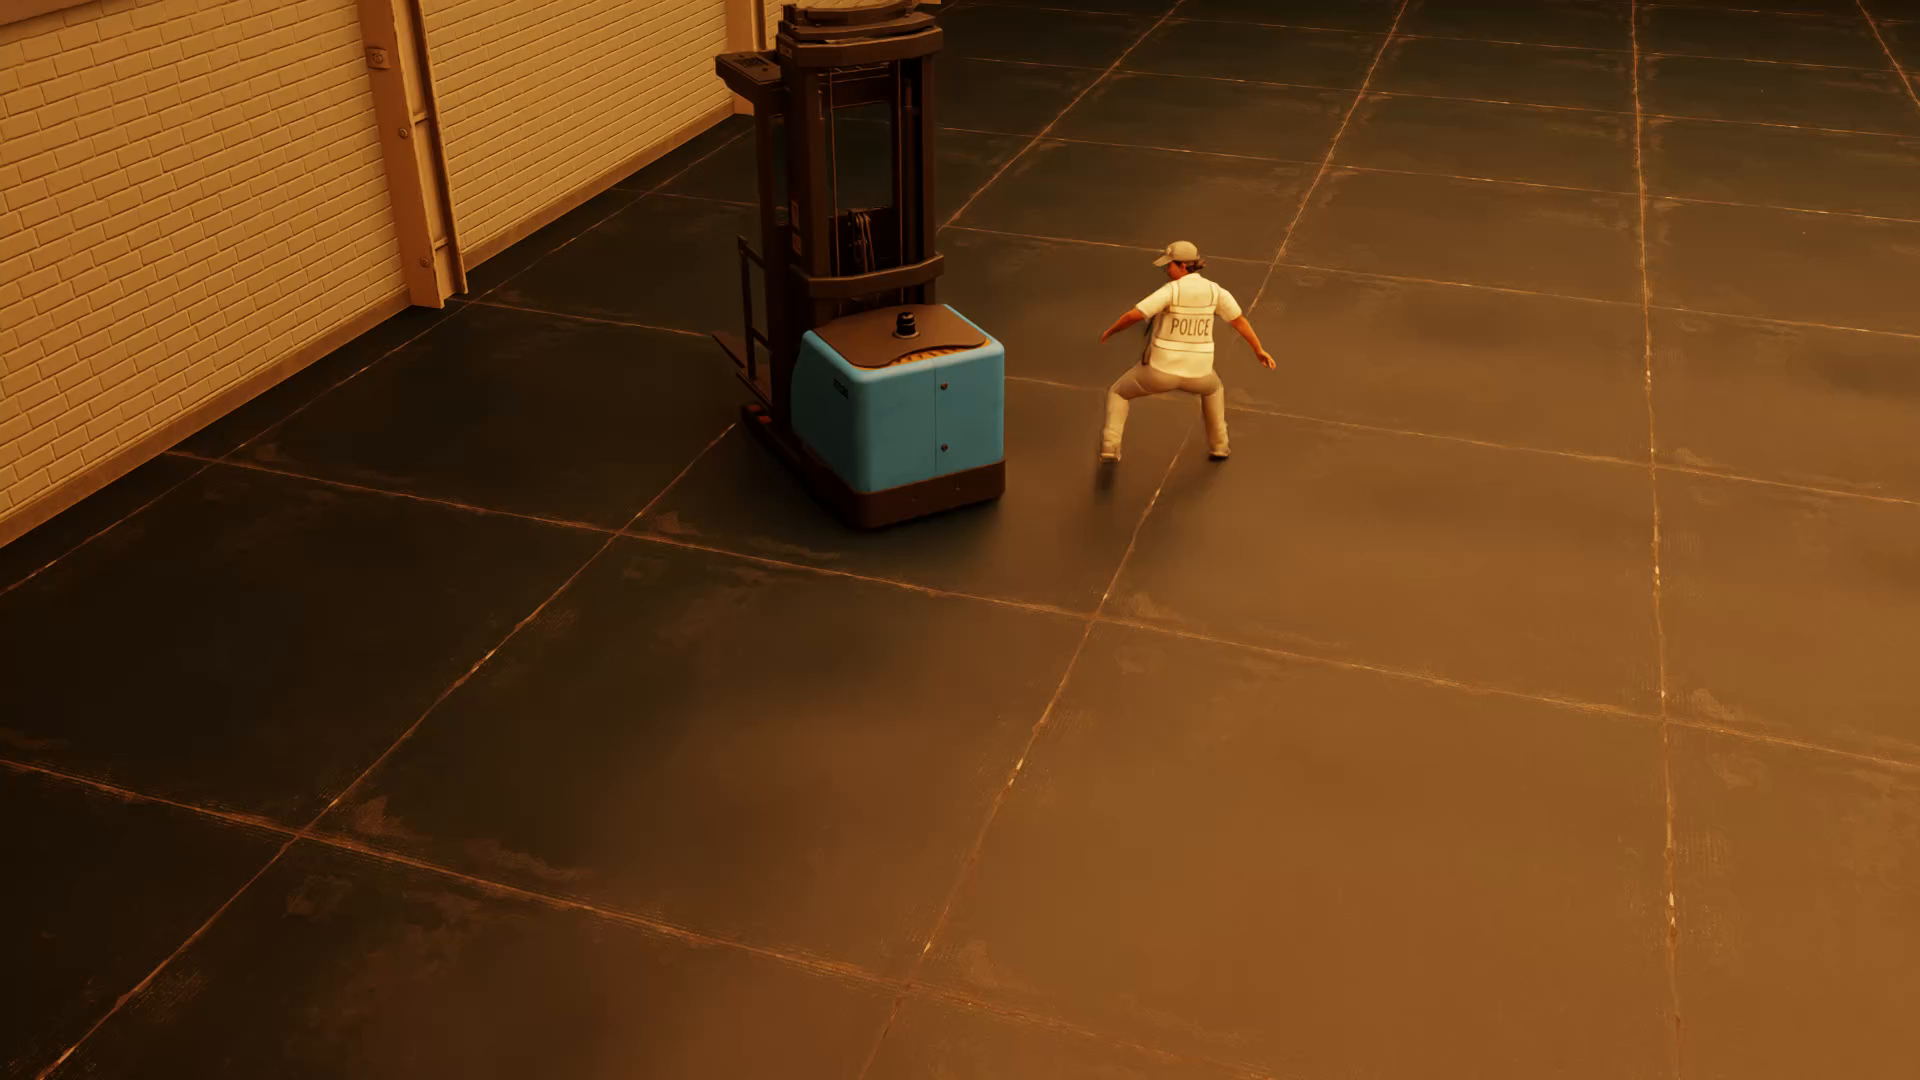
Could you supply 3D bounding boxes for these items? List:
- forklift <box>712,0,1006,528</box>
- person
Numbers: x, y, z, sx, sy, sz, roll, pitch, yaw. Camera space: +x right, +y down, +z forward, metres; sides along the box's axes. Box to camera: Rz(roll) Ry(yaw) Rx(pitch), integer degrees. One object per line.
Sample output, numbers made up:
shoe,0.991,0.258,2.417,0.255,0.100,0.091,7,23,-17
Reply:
forklift,-0.846,-2.047,10.727,1.130,2.935,3.031,-15,33,-24
person,1.426,-1.133,10.644,1.133,1.575,0.507,-4,30,-7
